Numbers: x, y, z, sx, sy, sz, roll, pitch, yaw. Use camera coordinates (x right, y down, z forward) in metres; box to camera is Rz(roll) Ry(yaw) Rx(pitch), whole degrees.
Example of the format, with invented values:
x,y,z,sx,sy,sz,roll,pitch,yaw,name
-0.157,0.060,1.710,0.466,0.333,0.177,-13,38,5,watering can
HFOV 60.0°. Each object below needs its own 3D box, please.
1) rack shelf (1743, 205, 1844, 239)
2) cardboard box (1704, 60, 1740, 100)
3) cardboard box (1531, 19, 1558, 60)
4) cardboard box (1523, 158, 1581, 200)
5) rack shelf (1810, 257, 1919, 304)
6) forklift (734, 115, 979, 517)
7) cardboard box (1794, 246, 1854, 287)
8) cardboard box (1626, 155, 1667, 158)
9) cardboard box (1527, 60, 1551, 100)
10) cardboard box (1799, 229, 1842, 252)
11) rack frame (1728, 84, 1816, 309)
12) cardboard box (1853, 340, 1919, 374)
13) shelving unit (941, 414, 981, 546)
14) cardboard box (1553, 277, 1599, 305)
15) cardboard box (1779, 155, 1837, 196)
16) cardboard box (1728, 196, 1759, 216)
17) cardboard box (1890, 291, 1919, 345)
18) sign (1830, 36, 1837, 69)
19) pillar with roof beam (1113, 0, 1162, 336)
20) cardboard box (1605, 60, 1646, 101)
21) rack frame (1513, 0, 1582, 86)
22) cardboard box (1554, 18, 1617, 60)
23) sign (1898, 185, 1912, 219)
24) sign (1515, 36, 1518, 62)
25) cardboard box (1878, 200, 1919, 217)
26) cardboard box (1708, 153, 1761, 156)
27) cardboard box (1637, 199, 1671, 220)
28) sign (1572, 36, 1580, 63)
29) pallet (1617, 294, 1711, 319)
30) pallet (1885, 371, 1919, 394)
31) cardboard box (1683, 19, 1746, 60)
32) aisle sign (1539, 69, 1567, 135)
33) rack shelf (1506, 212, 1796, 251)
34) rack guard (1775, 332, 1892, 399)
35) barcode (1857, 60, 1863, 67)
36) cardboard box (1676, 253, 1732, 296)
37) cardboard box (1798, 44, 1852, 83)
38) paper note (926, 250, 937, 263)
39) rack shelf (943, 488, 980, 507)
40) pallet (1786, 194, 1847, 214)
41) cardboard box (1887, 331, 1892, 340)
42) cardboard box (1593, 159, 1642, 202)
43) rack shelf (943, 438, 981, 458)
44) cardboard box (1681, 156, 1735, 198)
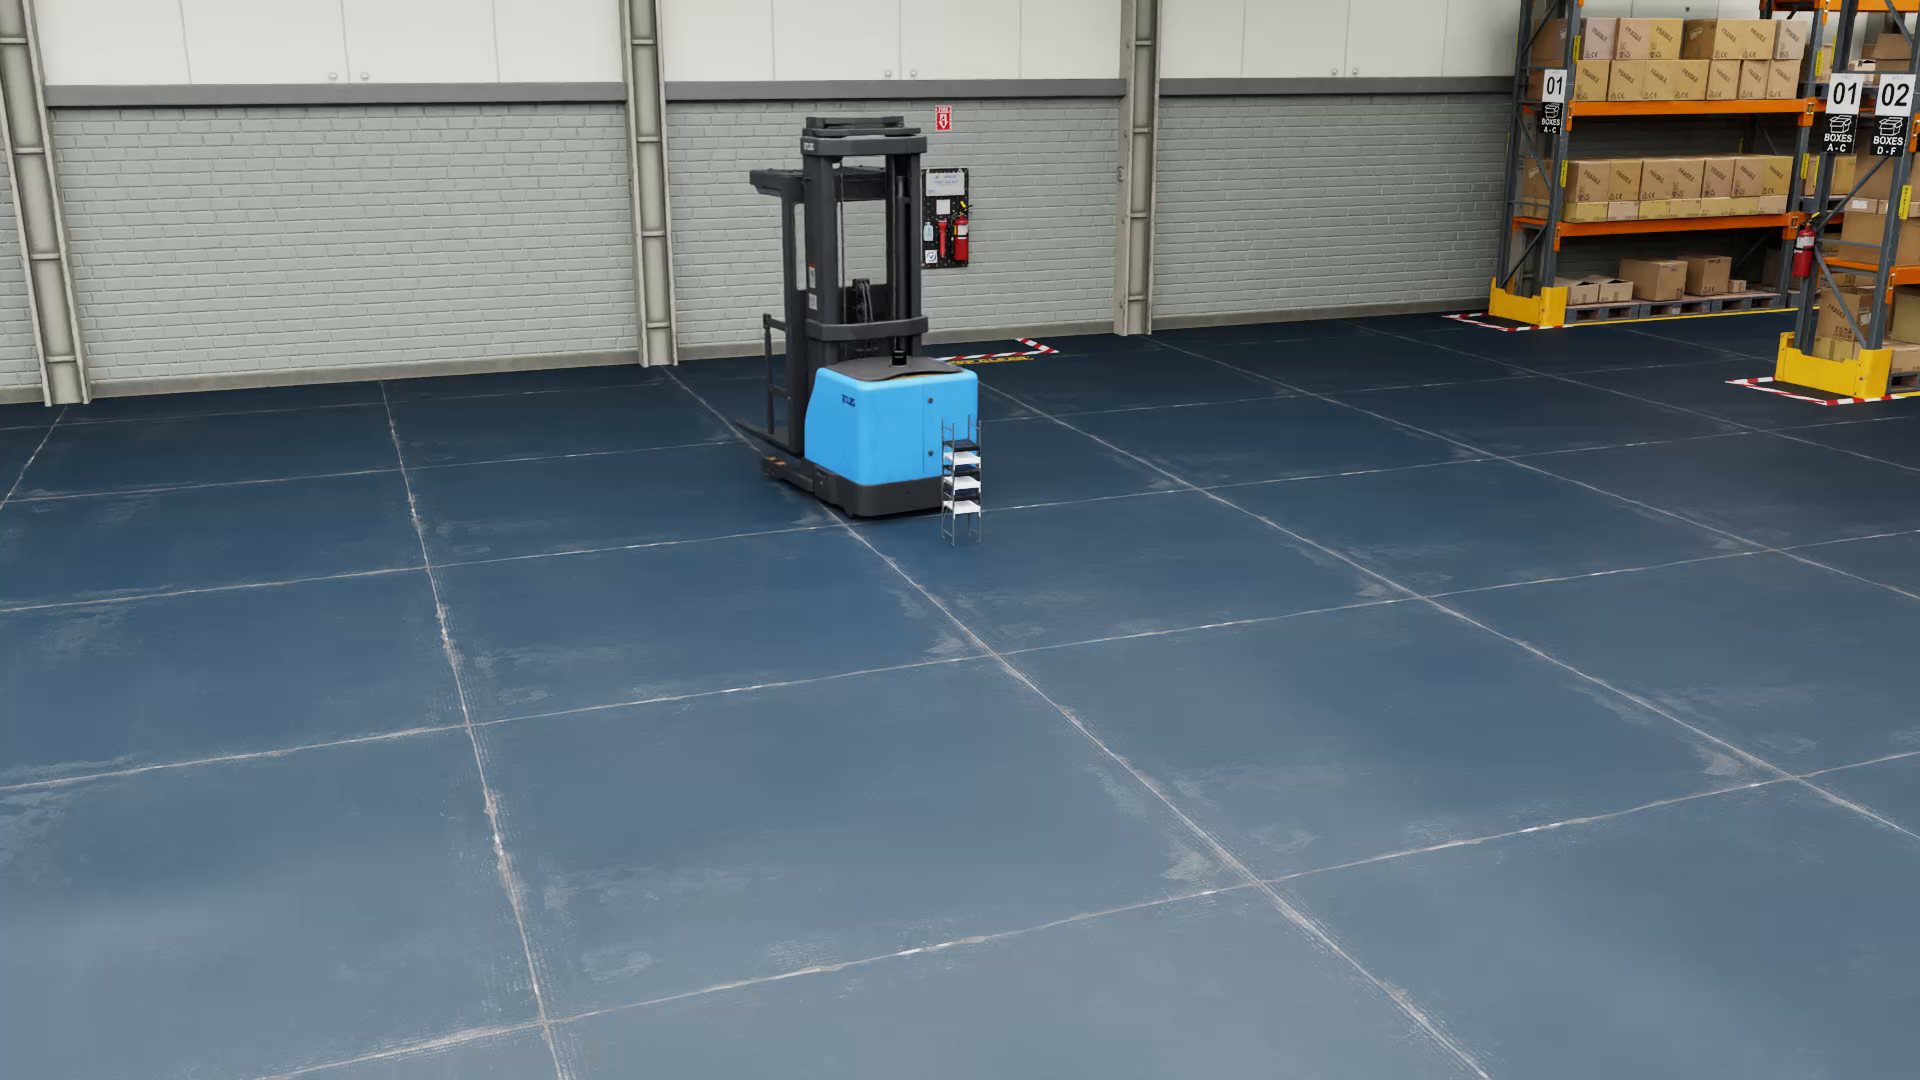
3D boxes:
x,y,z,sx,sy,sz,roll,pitch,yaw,name
13.031,-4.615,23.768,4.000,0.370,1.077,-6,17,-20,rack shelf
9.800,-6.026,21.759,0.500,0.500,0.500,-7,18,-22,cardboard box
7.737,-6.444,21.408,0.500,0.500,0.500,-5,17,-18,cardboard box
7.792,-4.756,21.871,0.500,0.500,0.500,-6,18,-21,cardboard box
11.072,-2.909,17.957,4.000,0.370,1.077,-6,17,-20,rack shelf
-1.009,-1.946,13.522,1.130,2.935,3.031,-9,19,-28,forklift
12.309,-3.914,23.760,0.500,0.500,0.700,-7,18,-21,cardboard box
9.217,-4.909,22.389,0.500,0.500,0.500,-6,17,-19,cardboard box
7.727,-5.961,21.537,0.500,0.500,0.500,-5,17,-16,cardboard box
12.255,-4.254,23.586,0.500,0.250,0.500,-7,18,-21,cardboard box
11.163,-4.759,22.980,0.127,3.000,1.000,-6,17,-20,rack frame
9.785,-1.930,17.482,0.500,0.250,0.500,-6,17,-20,cardboard box
0.008,-0.433,11.974,0.210,0.900,0.258,-6,17,-20,shelving unit
8.106,-3.323,22.080,0.500,0.311,0.500,-8,18,-26,cardboard box
11.651,-5.060,23.048,0.500,0.500,0.700,-6,17,-20,cardboard box
10.361,-4.521,22.400,0.500,0.250,0.500,-6,17,-20,cardboard box
10.251,-2.341,17.550,0.500,0.500,0.500,-6,17,-20,cardboard box
9.023,-5.023,17.124,0.005,0.325,0.100,-6,17,-20,sign
3.710,-5.794,15.859,0.400,9.000,9.100,-6,17,-20,pillar with roof beam
8.344,-5.865,21.210,0.500,0.500,0.500,-5,17,-16,cardboard box
7.428,-7.234,20.761,0.127,3.000,1.000,-6,17,-20,rack frame
7.875,-6.307,20.941,0.500,0.500,0.500,-8,18,-24,cardboard box
9.397,-3.359,16.537,0.005,0.325,0.100,-6,17,-20,sign
7.248,-6.368,21.563,0.005,0.325,0.100,-6,17,-20,sign
9.648,-3.395,17.006,0.250,0.149,0.380,-6,18,-20,cardboard box
10.650,-5.064,22.918,0.500,0.500,0.500,-7,18,-21,cardboard box
8.955,-4.365,21.868,0.500,0.250,0.500,-6,18,-21,cardboard box
7.623,-6.071,20.574,0.005,0.325,0.100,-6,17,-20,sign
9.408,-3.220,22.688,1.213,0.211,1.003,-6,17,-20,pallet
9.903,-1.803,17.862,1.213,0.211,1.003,-6,17,-20,pallet
9.801,-6.500,21.598,0.500,0.500,0.500,-7,18,-22,cardboard box
7.468,-5.517,20.947,0.004,0.787,0.394,-6,17,-20,aisle sign
9.296,-4.212,22.394,4.000,0.370,1.077,-6,17,-20,rack shelf
9.182,-1.851,17.513,0.348,0.500,1.175,-6,17,-20,rack guard
9.313,-4.928,17.201,0.075,0.075,0.001,-6,17,-20,barcode
10.209,-3.655,22.878,0.500,0.500,0.500,-8,18,-24,cardboard box
11.703,-6.482,22.600,0.500,0.500,0.500,-4,17,-12,cardboard box
-0.342,-3.387,19.873,0.142,0.148,0.016,-6,17,-20,paper note
0.008,-0.314,12.009,0.200,0.077,0.258,-6,17,-20,rack shelf
11.929,-4.705,23.139,1.213,0.211,1.003,-6,17,-20,pallet
10.062,-2.120,18.129,0.500,0.250,0.500,-6,17,-20,cardboard box
8.447,-4.669,21.574,0.500,0.500,0.500,-6,17,-20,cardboard box
0.008,-0.660,11.908,0.200,0.077,0.258,-6,17,-20,rack shelf
9.894,-4.827,22.113,0.500,0.500,0.500,-7,18,-22,cardboard box
